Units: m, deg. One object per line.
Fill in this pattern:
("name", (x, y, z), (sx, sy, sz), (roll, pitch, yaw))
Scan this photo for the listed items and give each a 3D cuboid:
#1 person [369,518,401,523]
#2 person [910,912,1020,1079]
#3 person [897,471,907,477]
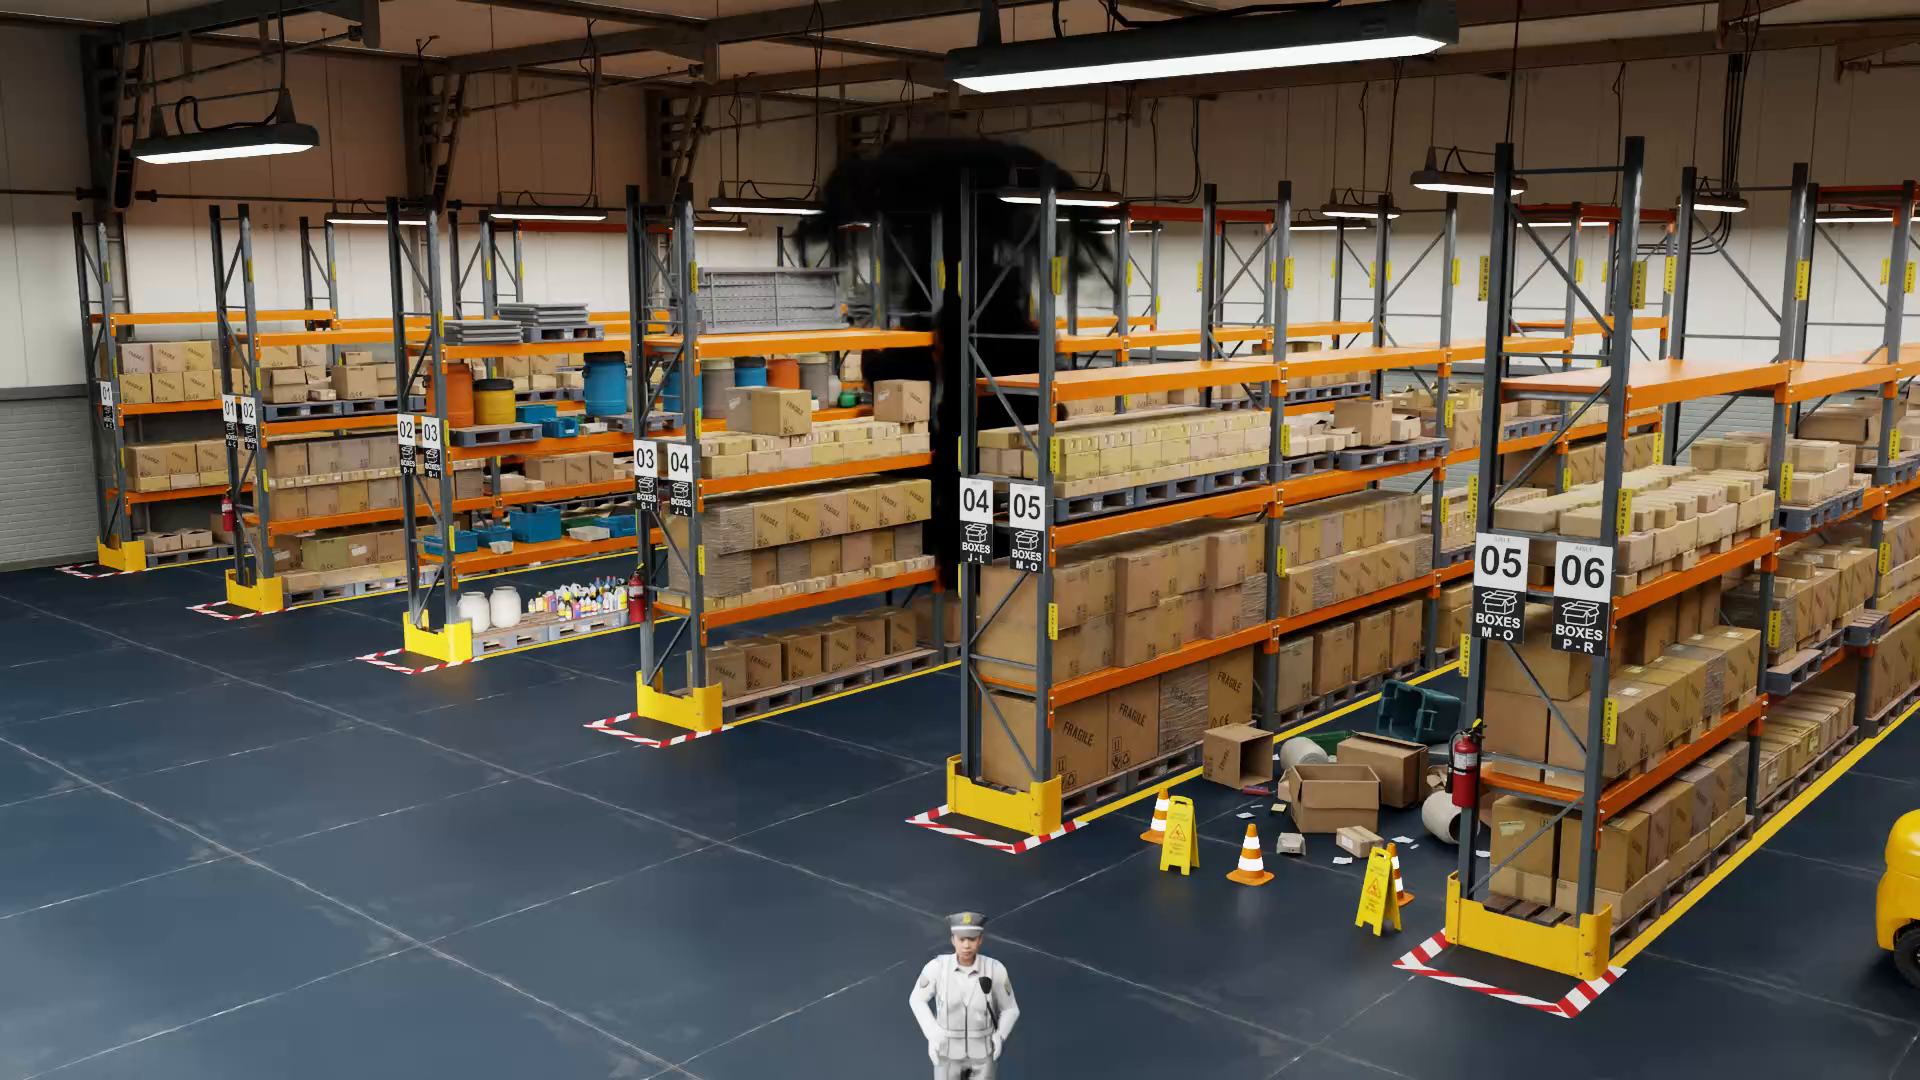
("person", (-9.941, -0.503, 29.074), (0.636, 1.847, 0.818), (7, 12, 37))
("person", (0.030, 2.847, 9.204), (0.611, 1.651, 0.561), (0, 9, -2))
("person", (-0.934, -0.153, 25.104), (0.668, 1.771, 0.779), (6, 11, 31))
